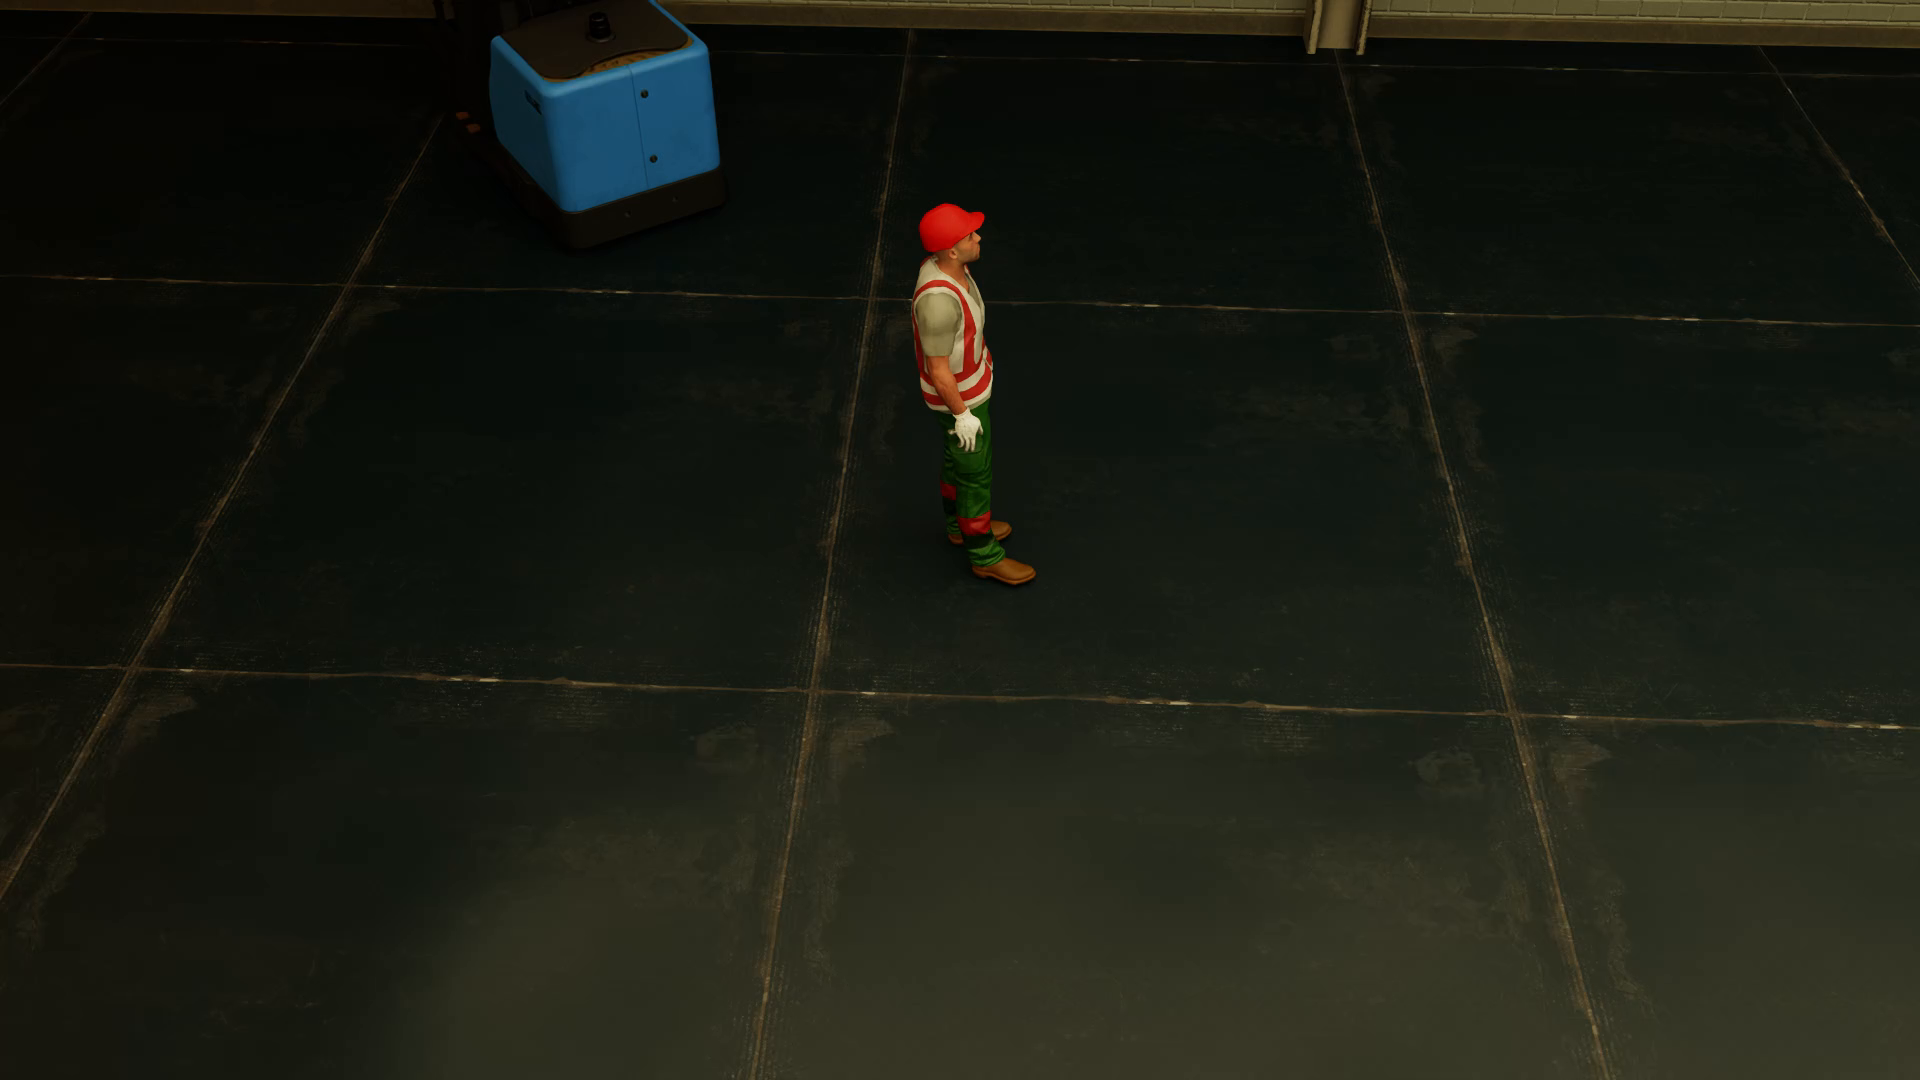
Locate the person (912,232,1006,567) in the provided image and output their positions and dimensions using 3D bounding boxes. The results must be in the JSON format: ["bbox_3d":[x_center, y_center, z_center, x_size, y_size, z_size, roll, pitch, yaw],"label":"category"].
[{"bbox_3d":[0.010,-0.660,7.299,0.421,1.689,0.638,2,42,2],"label":"person"}]

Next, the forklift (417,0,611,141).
[{"bbox_3d":[-2.635,-3.740,9.840,1.121,2.935,3.031,-24,47,-24],"label":"forklift"}]
